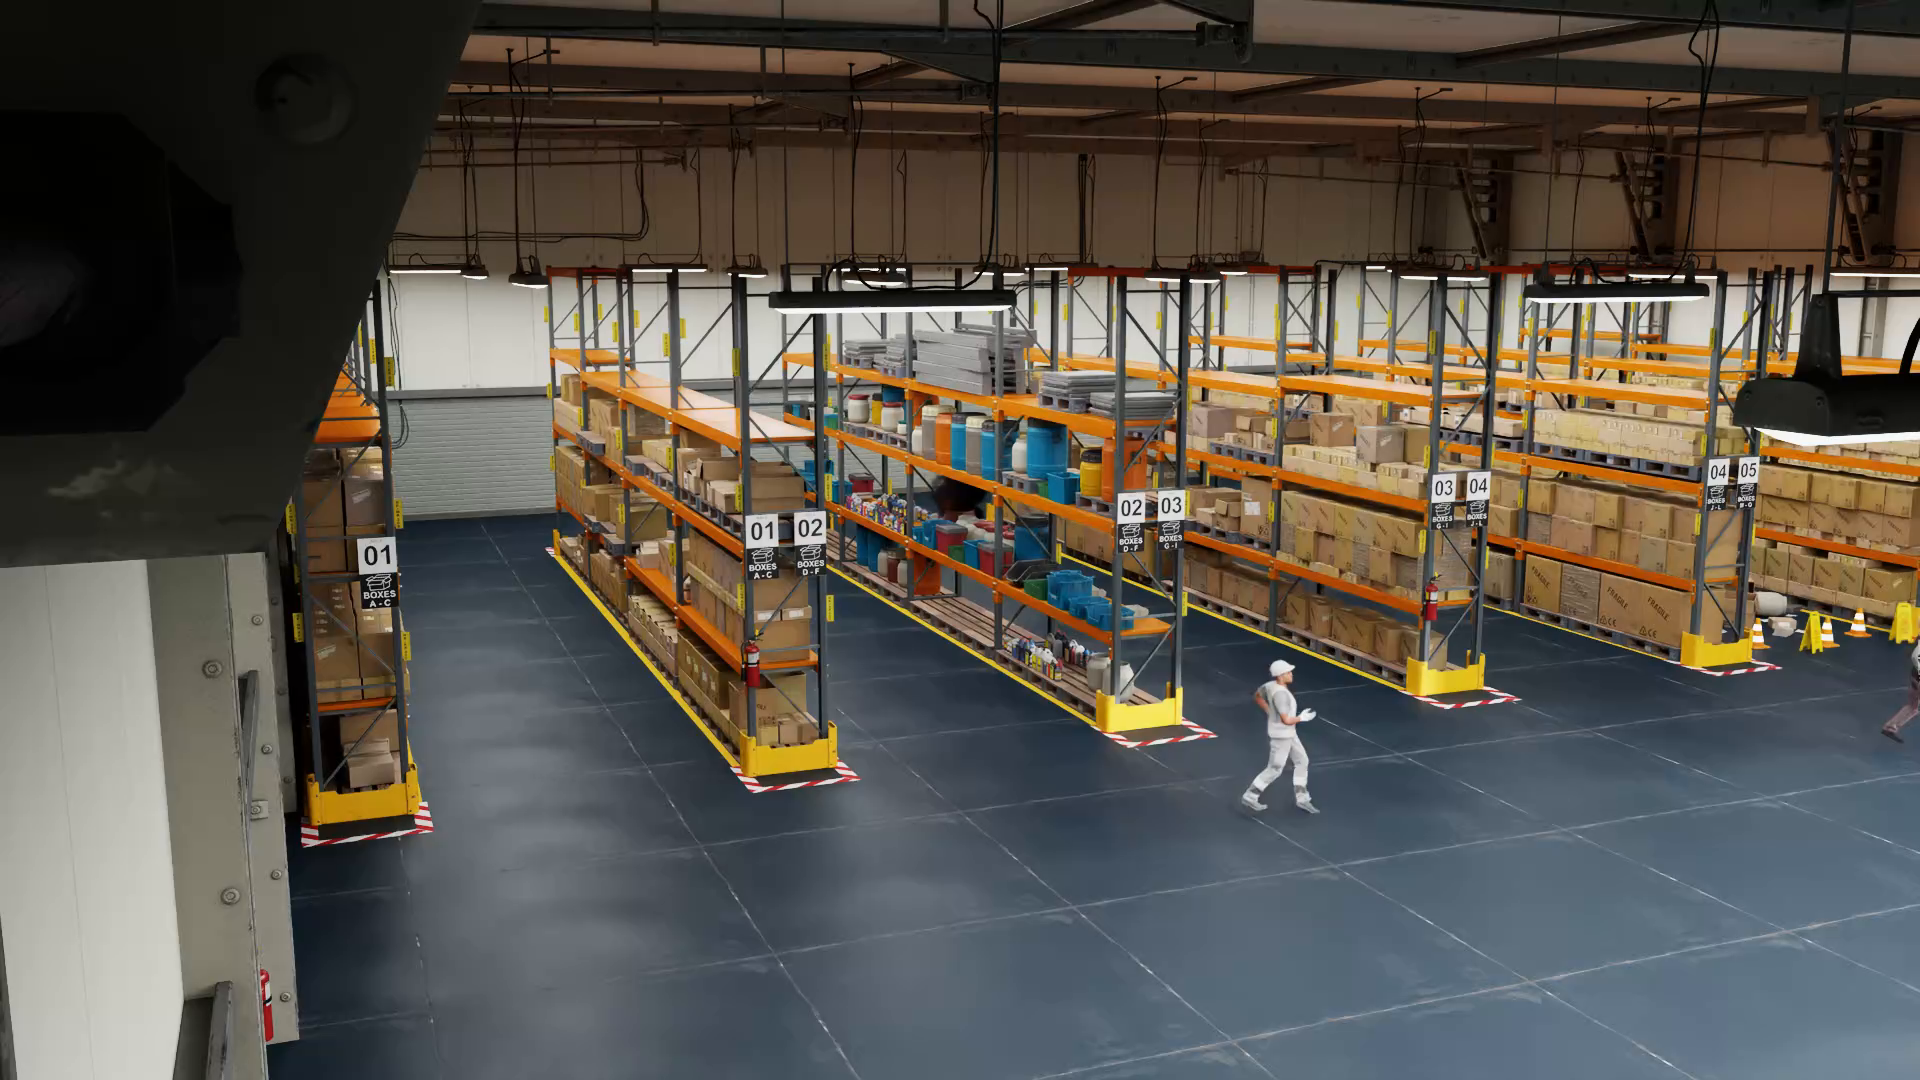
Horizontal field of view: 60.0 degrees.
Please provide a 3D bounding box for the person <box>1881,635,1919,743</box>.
[{"bbox_3d":[12.256,1.830,21.100,0.877,1.753,0.638,3,10,14],"label":"person"}]

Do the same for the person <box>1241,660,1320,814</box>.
[{"bbox_3d":[3.639,2.232,18.758,0.893,1.812,0.669,1,10,8],"label":"person"}]
